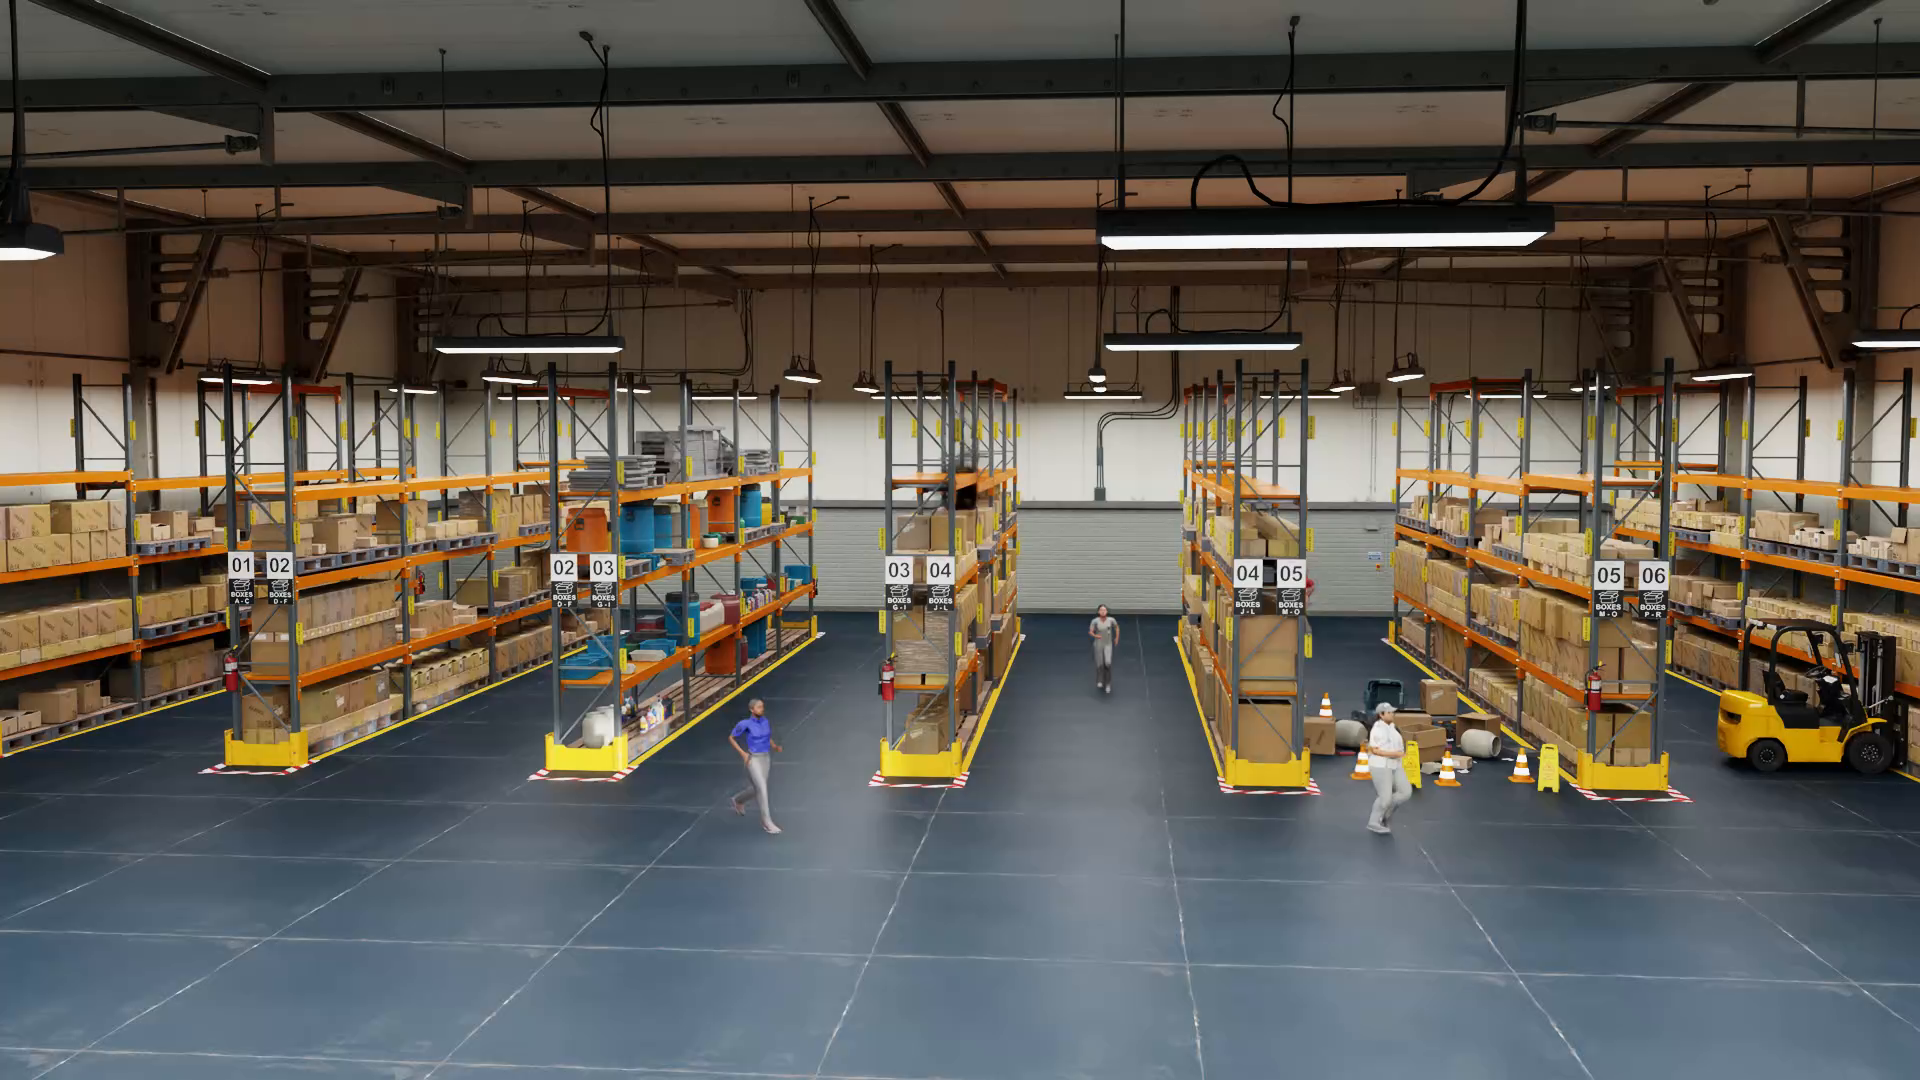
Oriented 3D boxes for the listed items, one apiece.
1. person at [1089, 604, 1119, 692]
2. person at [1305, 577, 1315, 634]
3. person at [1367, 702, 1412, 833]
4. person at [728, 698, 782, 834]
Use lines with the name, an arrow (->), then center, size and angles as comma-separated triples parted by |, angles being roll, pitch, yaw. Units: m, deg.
person -> 2.768, 2.086, 31.946 | 0.580, 1.719, 0.715 | 0, 4, 3
person -> 8.217, 1.509, 40.294 | 0.705, 1.732, 0.630 | 0, 4, -1
person -> 5.338, 2.826, 20.599 | 0.565, 1.632, 0.592 | 4, 5, 43
person -> -2.581, 2.819, 20.898 | 0.892, 1.651, 0.580 | 3, 5, 37
